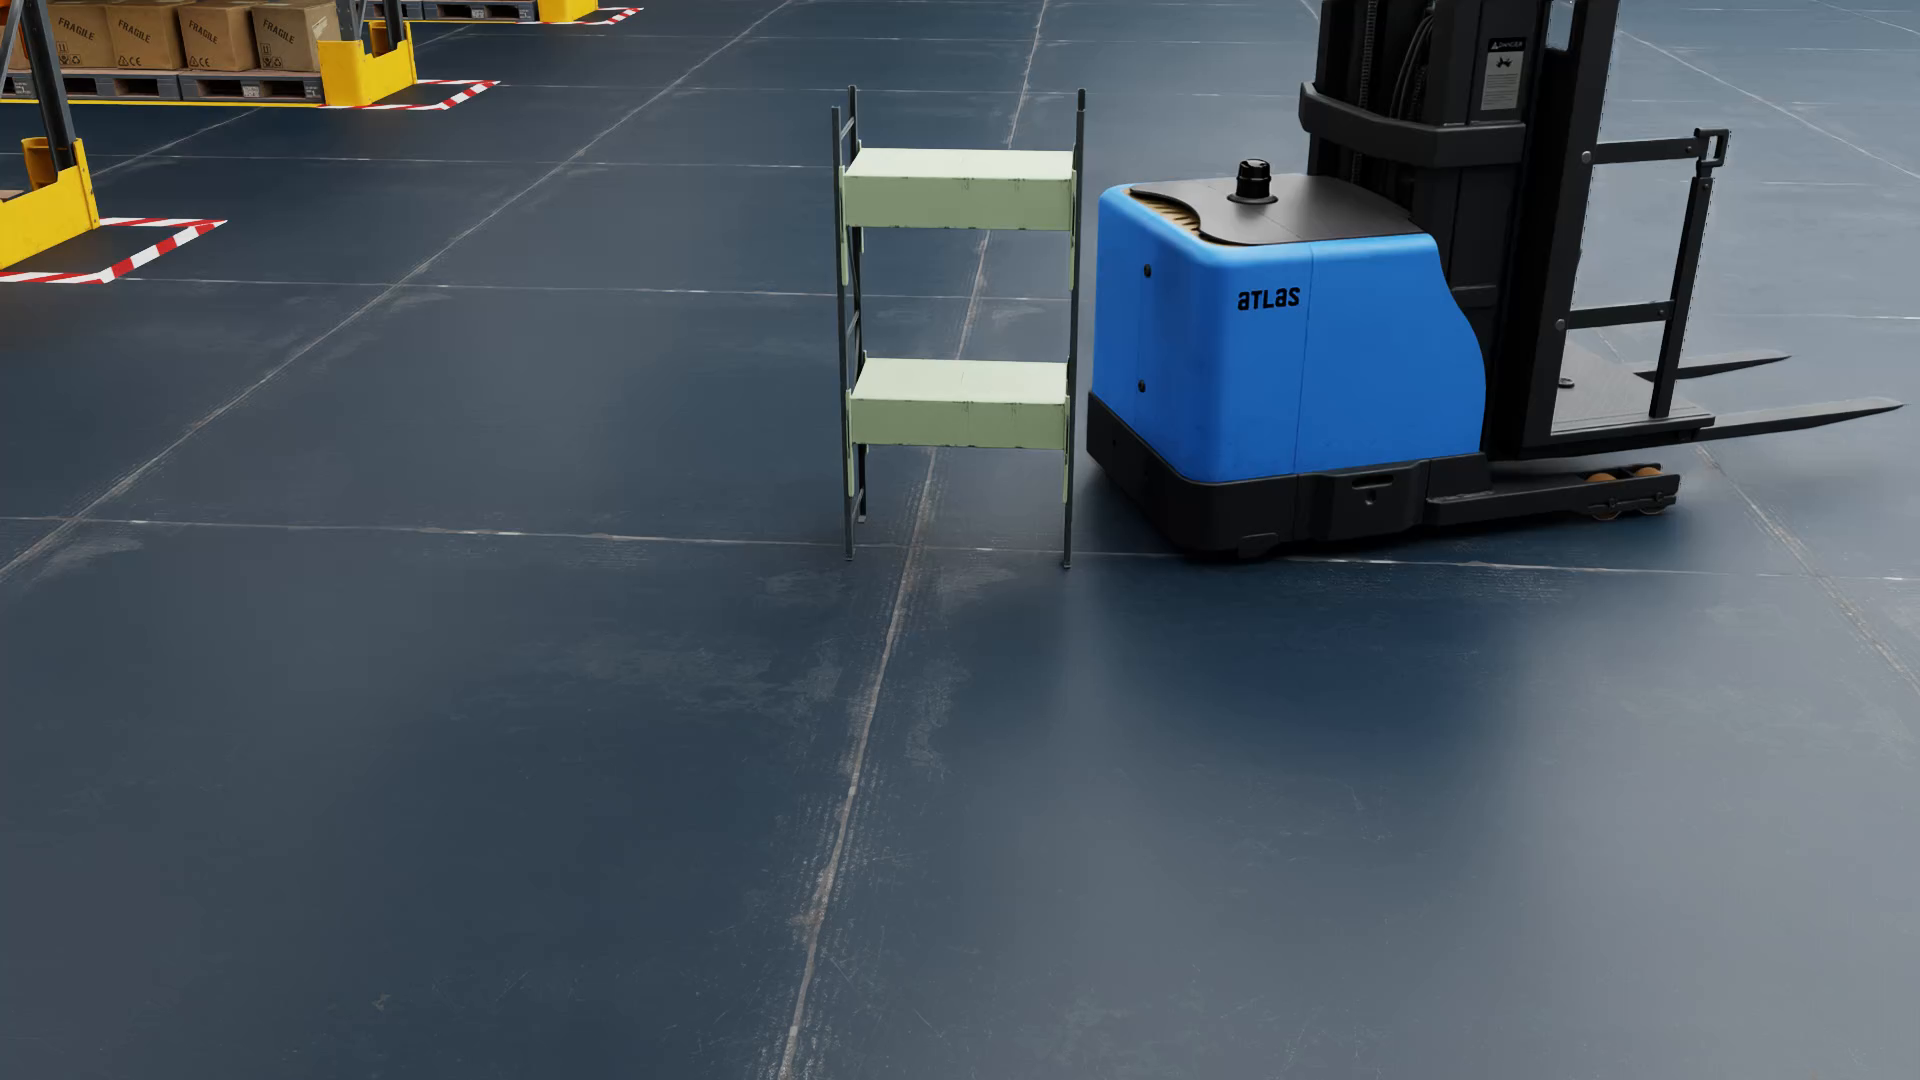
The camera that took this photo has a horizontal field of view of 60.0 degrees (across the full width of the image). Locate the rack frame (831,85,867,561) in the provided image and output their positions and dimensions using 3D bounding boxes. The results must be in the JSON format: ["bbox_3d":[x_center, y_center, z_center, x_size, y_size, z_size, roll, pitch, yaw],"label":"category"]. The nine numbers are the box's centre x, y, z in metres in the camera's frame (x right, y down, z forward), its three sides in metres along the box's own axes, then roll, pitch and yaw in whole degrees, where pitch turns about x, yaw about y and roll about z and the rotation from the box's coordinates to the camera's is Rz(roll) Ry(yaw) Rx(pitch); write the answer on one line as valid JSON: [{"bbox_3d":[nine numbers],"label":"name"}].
[{"bbox_3d":[-0.358,-0.693,5.462,0.023,1.500,0.400,2,25,4],"label":"rack frame"}]

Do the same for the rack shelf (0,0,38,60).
[{"bbox_3d":[-7.169,-2.741,8.980,4.000,0.370,1.077,2,25,4],"label":"rack shelf"}]

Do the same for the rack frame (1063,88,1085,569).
[{"bbox_3d":[0.372,-0.669,5.411,0.023,1.500,0.400,2,25,4],"label":"rack frame"}]

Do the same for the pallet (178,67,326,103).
[{"bbox_3d":[-5.679,-3.845,13.853,1.213,0.211,1.003,2,25,4],"label":"pallet"}]

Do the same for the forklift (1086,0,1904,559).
[{"bbox_3d":[2.055,-1.603,5.728,3.031,2.935,1.130,-7,26,-15],"label":"forklift"}]

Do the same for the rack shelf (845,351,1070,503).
[{"bbox_3d":[0.007,-0.385,5.572,0.720,0.370,0.431,2,25,4],"label":"rack shelf"}]

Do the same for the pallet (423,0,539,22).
[{"bbox_3d":[-5.119,-5.859,18.230,1.213,0.211,1.003,2,25,4],"label":"pallet"}]

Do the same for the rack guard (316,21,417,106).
[{"bbox_3d":[-4.872,-3.935,13.704,0.348,0.500,1.175,2,25,4],"label":"rack guard"}]

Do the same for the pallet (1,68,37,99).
[{"bbox_3d":[-8.112,-3.923,14.023,1.213,0.211,1.003,2,25,4],"label":"pallet"}]

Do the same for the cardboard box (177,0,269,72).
[{"bbox_3d":[-6.016,-4.155,13.680,0.500,0.500,0.500,8,26,18],"label":"cardboard box"}]

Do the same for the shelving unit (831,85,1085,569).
[{"bbox_3d":[0.007,-0.681,5.436,0.755,1.500,0.431,2,25,4],"label":"shelving unit"}]

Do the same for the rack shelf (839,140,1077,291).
[{"bbox_3d":[0.007,-1.036,5.273,0.720,0.370,0.431,2,25,4],"label":"rack shelf"}]

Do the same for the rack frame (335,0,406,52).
[{"bbox_3d":[-4.796,-5.068,13.176,0.127,3.000,1.000,2,25,4],"label":"rack frame"}]

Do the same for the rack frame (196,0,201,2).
[{"bbox_3d":[-8.304,-7.260,17.940,0.127,3.000,1.000,2,25,4],"label":"rack frame"}]

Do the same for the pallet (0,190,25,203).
[{"bbox_3d":[-6.064,-1.748,9.297,1.213,0.211,1.003,2,25,4],"label":"pallet"}]

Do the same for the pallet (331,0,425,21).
[{"bbox_3d":[-6.332,-5.899,18.317,1.213,0.211,1.003,2,25,4],"label":"pallet"}]

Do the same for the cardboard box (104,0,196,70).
[{"bbox_3d":[-6.638,-4.183,13.741,0.500,0.500,0.500,4,25,9],"label":"cardboard box"}]

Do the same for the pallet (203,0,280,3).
[{"bbox_3d":[-7.551,-5.937,18.399,1.213,0.211,1.003,2,25,4],"label":"pallet"}]

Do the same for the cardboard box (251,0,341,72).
[{"bbox_3d":[-5.417,-4.151,13.670,0.500,0.500,0.500,6,25,14],"label":"cardboard box"}]

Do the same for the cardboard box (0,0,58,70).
[{"bbox_3d":[-7.817,-4.207,13.792,0.500,0.500,0.500,10,27,21],"label":"cardboard box"}]

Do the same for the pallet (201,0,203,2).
[{"bbox_3d":[-9.079,-5.987,18.509,1.213,0.211,1.003,2,25,4],"label":"pallet"}]

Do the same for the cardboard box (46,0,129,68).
[{"bbox_3d":[-7.192,-4.220,13.820,0.500,0.500,0.500,0,25,-1],"label":"cardboard box"}]

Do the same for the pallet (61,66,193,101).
[{"bbox_3d":[-6.892,-3.885,13.940,1.213,0.211,1.003,2,25,4],"label":"pallet"}]

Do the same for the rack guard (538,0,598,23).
[{"bbox_3d":[-4.291,-5.996,18.183,0.348,0.500,1.175,2,25,4],"label":"rack guard"}]

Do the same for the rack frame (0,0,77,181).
[{"bbox_3d":[-5.175,-3.004,8.690,0.127,3.000,1.000,2,25,4],"label":"rack frame"}]

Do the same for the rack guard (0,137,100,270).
[{"bbox_3d":[-5.254,-1.851,9.175,0.348,0.500,1.175,2,25,4],"label":"rack guard"}]
